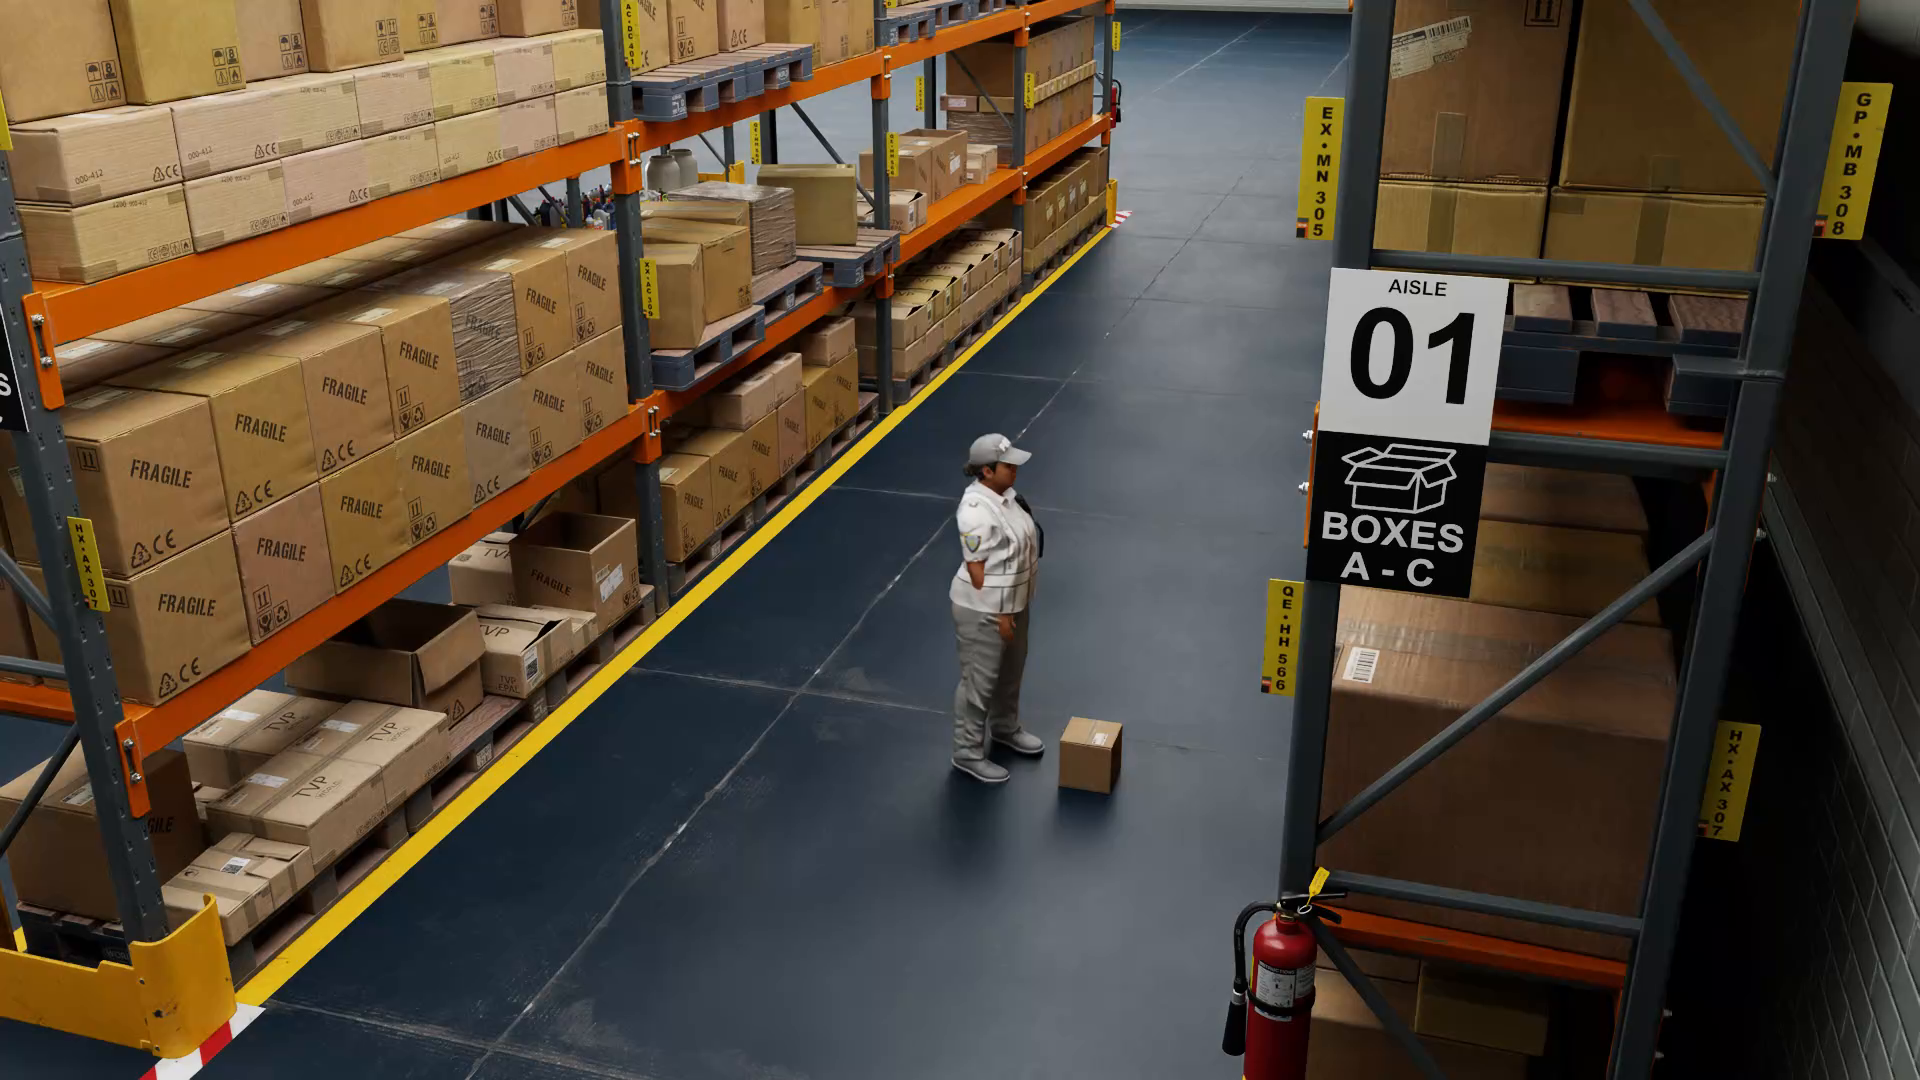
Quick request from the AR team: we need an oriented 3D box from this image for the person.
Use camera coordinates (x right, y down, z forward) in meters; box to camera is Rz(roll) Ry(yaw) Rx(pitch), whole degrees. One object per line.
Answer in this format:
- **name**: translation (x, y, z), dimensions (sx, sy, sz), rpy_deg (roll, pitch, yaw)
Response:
- **person**: translation (0.172, 0.301, 7.812), dimensions (0.397, 1.672, 0.482), rpy_deg (9, 24, 21)
